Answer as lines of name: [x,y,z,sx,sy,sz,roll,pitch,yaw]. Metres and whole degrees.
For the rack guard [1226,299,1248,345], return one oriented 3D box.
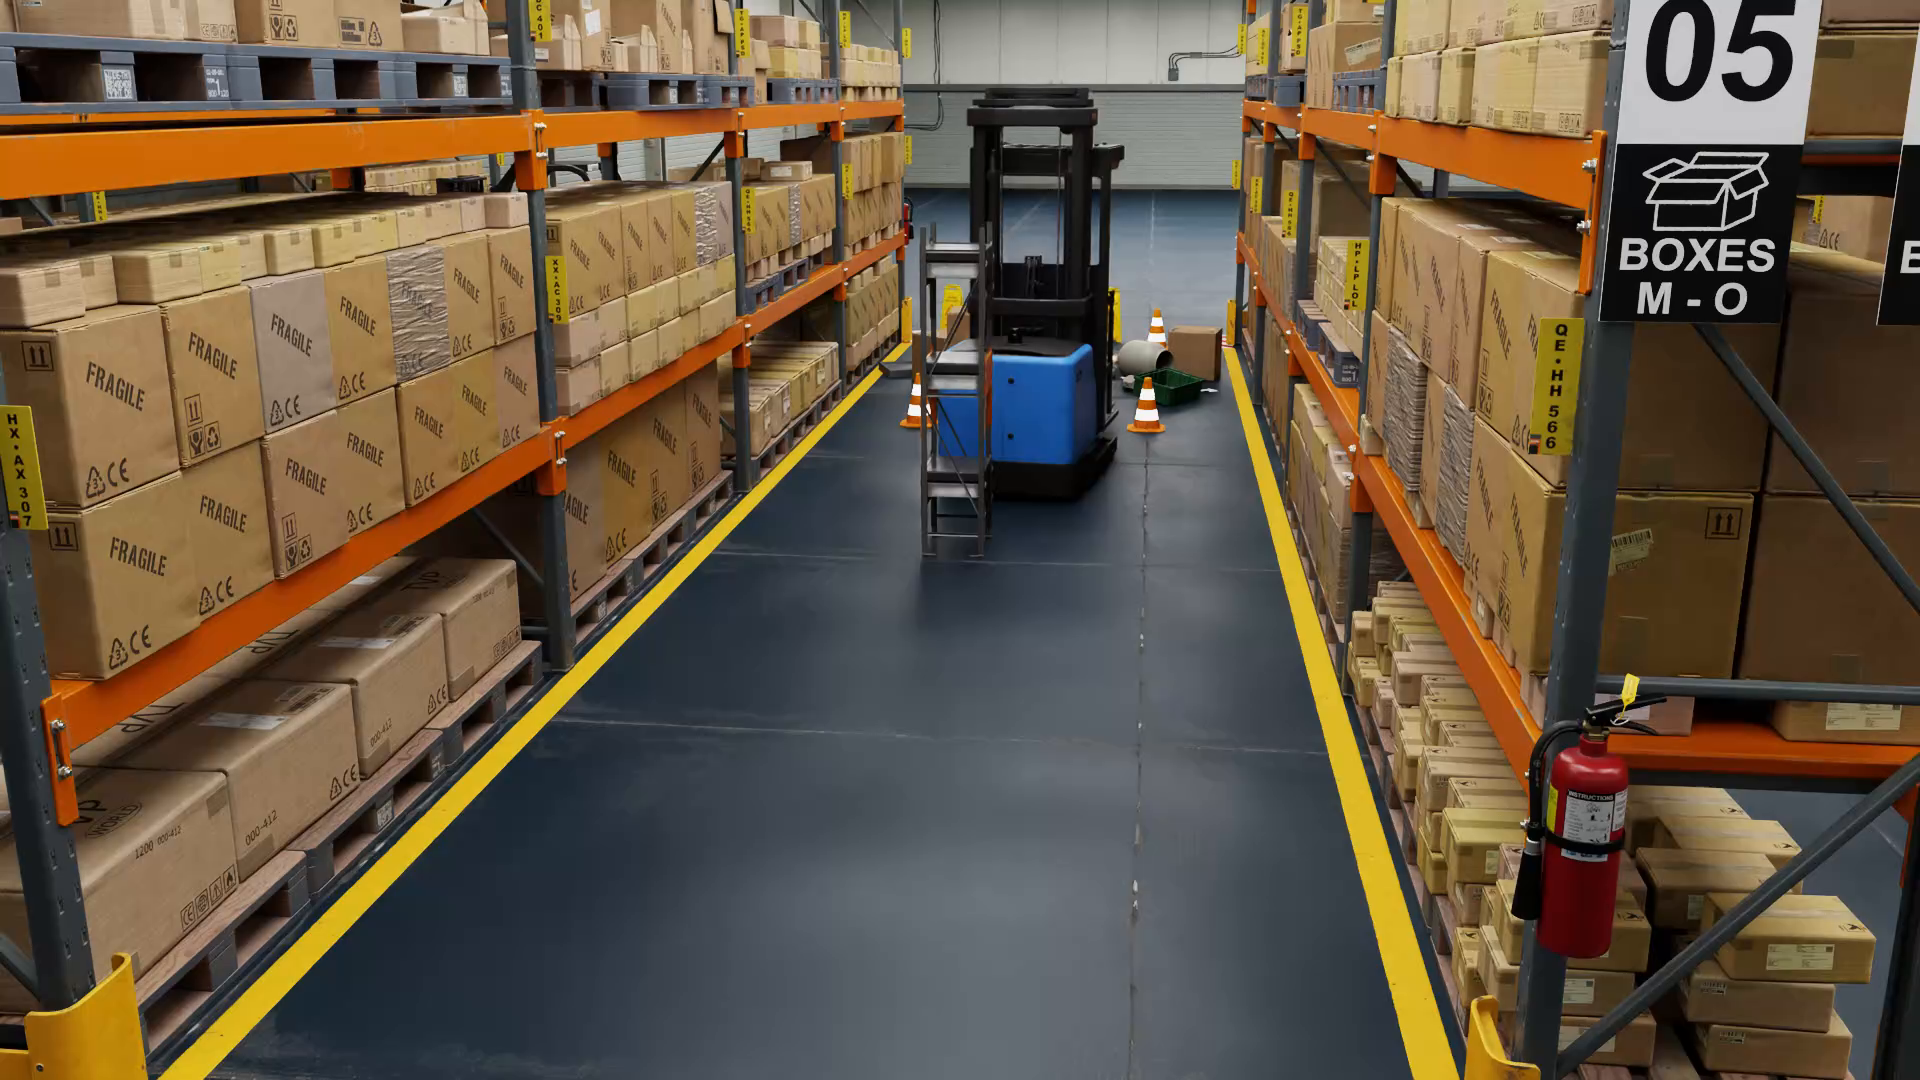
rack guard: [3.764,-2.577,19.734,1.175,0.500,0.348,2,15,6]

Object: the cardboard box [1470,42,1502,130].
cardboard box: [1.864,-1.390,5.095,0.500,0.250,0.500,2,15,9]

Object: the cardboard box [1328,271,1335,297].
cardboard box: [2.522,-1.603,10.450,0.380,0.149,0.250,2,15,7]

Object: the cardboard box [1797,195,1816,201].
cardboard box: [8.005,-3.367,15.190,0.500,0.500,0.500,2,15,6]

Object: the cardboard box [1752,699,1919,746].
cardboard box: [2.319,0.419,4.346,0.380,0.149,0.250,2,15,6]

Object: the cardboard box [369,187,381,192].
cardboard box: [-6.225,-3.577,17.208,0.380,0.149,0.250,2,15,6]

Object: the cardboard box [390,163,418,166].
cardboard box: [-6.472,-4.267,19.191,0.380,0.149,0.250,2,15,7]

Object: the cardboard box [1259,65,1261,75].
cardboard box: [3.119,-4.620,16.240,0.380,0.149,0.250,2,15,6]

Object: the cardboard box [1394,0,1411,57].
cardboard box: [2.115,-2.164,7.002,0.500,0.250,0.500,2,15,8]

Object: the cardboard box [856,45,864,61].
cardboard box: [-1.164,-4.847,16.548,0.380,0.149,0.250,2,15,6]

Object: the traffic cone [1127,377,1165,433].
traffic cone: [1.659,-1.212,14.757,0.336,0.463,0.334,2,15,6]

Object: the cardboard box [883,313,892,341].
cardboard box: [-1.058,-2.420,18.830,0.500,0.250,0.500,2,15,6]

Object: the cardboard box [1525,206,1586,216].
cardboard box: [2.570,-1.075,6.715,0.500,0.500,0.500,1,15,4]

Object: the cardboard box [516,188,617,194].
cardboard box: [-2.489,-1.969,10.592,0.500,0.500,0.500,2,15,8]

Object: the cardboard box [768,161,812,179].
cardboard box: [-1.512,-3.262,14.669,0.380,0.149,0.250,1,15,5]

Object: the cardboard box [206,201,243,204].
cardboard box: [-6.485,-2.939,14.849,0.380,0.149,0.250,2,15,7]

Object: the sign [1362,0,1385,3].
sign: [1.856,-2.568,7.421,0.100,0.325,0.005,2,15,6]

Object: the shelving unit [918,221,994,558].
shelving unit: [-0.019,-0.971,10.729,0.431,2.100,0.503,2,15,6]

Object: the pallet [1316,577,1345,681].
pallet: [2.494,0.479,8.985,1.003,0.211,1.213,2,15,6]

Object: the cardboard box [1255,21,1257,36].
cardboard box: [3.235,-5.267,17.104,0.380,0.149,0.250,2,15,7]

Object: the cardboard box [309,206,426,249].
cardboard box: [-2.419,-1.278,6.790,0.380,0.149,0.250,2,15,6]

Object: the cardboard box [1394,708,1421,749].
cardboard box: [1.939,0.786,6.595,0.380,0.149,0.250,2,15,6]

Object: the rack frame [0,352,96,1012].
rack frame: [-2.977,0.253,4.480,0.949,2.616,0.053,2,15,6]

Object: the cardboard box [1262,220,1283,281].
cardboard box: [2.927,-2.529,14.575,0.500,0.500,0.500,2,15,7]

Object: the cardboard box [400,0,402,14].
cardboard box: [-2.797,-2.385,7.303,0.500,0.500,0.500,2,15,7]

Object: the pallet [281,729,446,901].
pallet: [-2.821,1.074,6.786,1.003,0.211,1.213,2,15,6]

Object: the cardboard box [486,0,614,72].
cardboard box: [-2.134,-2.704,8.671,0.500,0.500,0.500,1,15,5]

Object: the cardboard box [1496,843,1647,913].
cardboard box: [1.850,1.051,5.048,0.380,0.149,0.250,2,15,7]

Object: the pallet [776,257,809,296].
pallet: [-1.888,-2.244,14.082,1.003,0.211,1.213,2,15,6]

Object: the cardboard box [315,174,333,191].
cardboard box: [-6.221,-3.584,16.664,0.380,0.149,0.250,2,15,7]

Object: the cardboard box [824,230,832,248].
cardboard box: [-1.403,-2.799,15.444,0.380,0.149,0.250,2,15,7]

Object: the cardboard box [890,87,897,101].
cardboard box: [-0.926,-5.057,18.853,0.380,0.149,0.250,2,15,7]

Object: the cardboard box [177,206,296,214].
cardboard box: [-2.963,-1.289,6.833,0.380,0.149,0.250,1,15,5]

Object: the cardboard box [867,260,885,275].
cardboard box: [-1.037,-3.001,18.299,0.380,0.149,0.250,2,15,9]

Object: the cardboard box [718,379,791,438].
cardboard box: [-1.922,-1.094,13.691,0.950,0.372,0.625,1,15,5]

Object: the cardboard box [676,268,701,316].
cardboard box: [-1.965,-1.591,10.630,0.500,0.250,0.500,1,15,5]

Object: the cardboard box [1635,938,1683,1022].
cardboard box: [2.282,1.349,5.083,0.380,0.149,0.250,2,15,6]

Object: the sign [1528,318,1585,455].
sign: [1.407,-0.361,3.925,0.100,0.325,0.005,2,15,6]

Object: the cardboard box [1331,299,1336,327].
cardboard box: [2.491,-1.395,10.251,0.380,0.149,0.250,2,15,8]

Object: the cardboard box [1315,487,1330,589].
cardboard box: [2.299,0.007,9.375,0.500,0.500,0.500,1,15,5]

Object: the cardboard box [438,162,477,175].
cardboard box: [-5.928,-4.383,19.621,0.380,0.149,0.250,2,15,6]

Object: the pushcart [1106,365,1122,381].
pushcart: [0.652,-1.539,16.132,1.648,0.377,0.936,-4,16,-13]

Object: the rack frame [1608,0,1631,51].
rack frame: [1.956,-2.523,3.255,1.000,3.000,0.127,2,15,6]

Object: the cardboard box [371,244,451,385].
cardboard box: [-2.414,-0.921,6.715,0.500,0.500,0.500,2,15,7]

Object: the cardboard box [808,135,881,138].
cardboard box: [-1.223,-4.041,17.682,0.700,0.500,0.500,2,15,6]

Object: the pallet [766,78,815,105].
pallet: [-1.909,-3.791,14.047,1.213,0.211,1.003,2,15,6]

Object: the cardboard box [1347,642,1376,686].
cardboard box: [2.047,0.594,7.878,0.380,0.149,0.250,1,15,4]

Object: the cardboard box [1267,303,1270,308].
cardboard box: [3.451,-2.078,16.366,0.875,0.875,0.875,2,15,7]

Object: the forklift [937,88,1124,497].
forklift: [0.675,-2.068,13.195,1.130,2.935,3.031,4,16,14]

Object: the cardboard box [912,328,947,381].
cardboard box: [-0.146,-1.892,17.196,0.500,0.500,0.500,-14,20,-42]

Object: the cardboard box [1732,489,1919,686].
cardboard box: [2.282,0.072,4.386,0.500,0.500,0.500,2,15,9]

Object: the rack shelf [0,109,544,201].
rack shelf: [-2.748,-1.366,6.101,1.077,0.370,4.000,2,15,6]

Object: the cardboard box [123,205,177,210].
cardboard box: [-7.013,-2.818,14.401,0.380,0.149,0.250,2,15,8]
